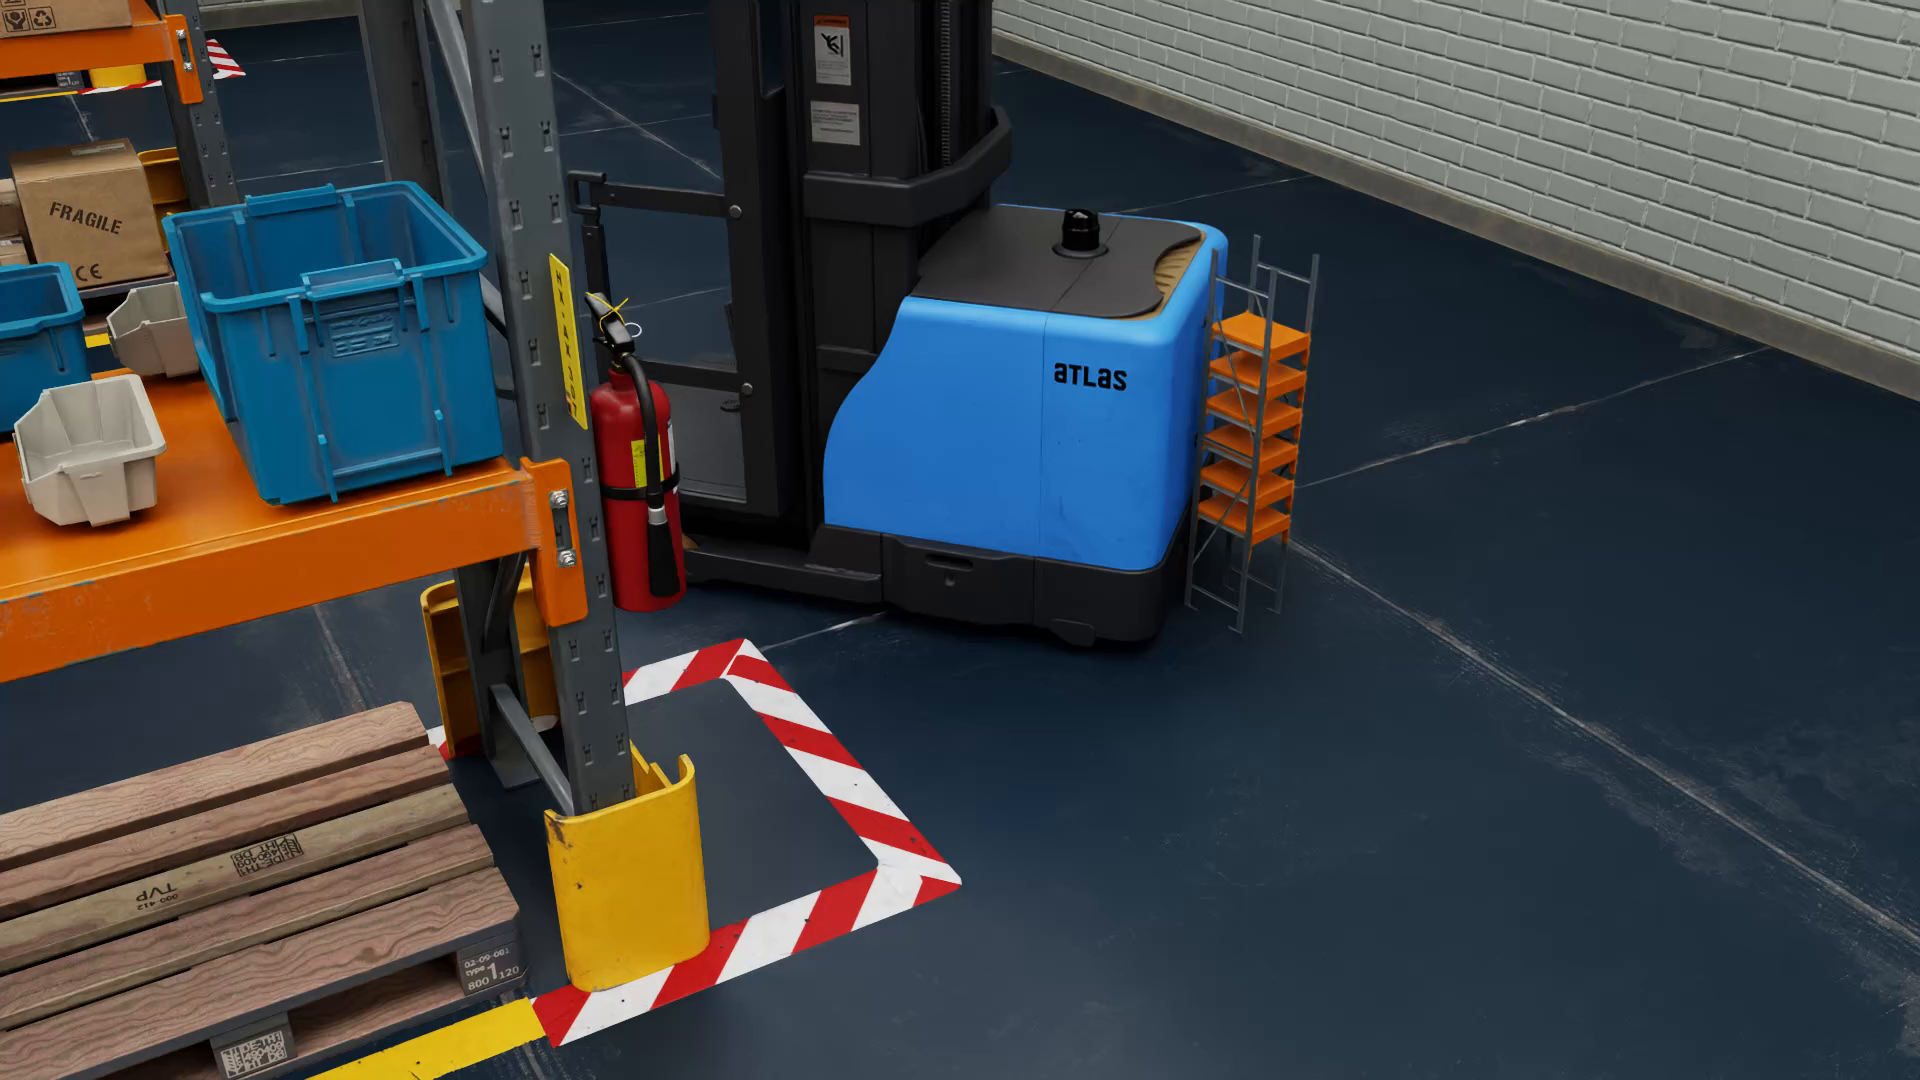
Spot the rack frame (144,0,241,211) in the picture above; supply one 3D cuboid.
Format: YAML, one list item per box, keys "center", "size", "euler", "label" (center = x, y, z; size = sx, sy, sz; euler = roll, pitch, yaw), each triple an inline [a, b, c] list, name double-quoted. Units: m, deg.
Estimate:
- center: [-3.542, -2.592, 7.342]
  size: [0.127, 3.000, 1.000]
  euler: [-16, 33, -26]
  label: "rack frame"

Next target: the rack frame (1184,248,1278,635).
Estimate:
- center: [0.805, -0.272, 5.000]
  size: [0.006, 1.200, 0.240]
  euler: [-22, 36, -35]
  label: "rack frame"

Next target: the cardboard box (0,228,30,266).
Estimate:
- center: [-4.280, -1.247, 7.382]
  size: [0.250, 0.166, 0.380]
  euler: [-16, 33, -26]
  label: "cardboard box"

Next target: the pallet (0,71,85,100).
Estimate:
- center: [-6.704, -3.205, 11.340]
  size: [1.213, 0.211, 1.003]
  euler: [-16, 33, -26]
  label: "pallet"

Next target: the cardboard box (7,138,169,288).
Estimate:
- center: [-3.886, -1.455, 7.413]
  size: [0.500, 0.500, 0.500]
  euler: [-16, 33, -26]
  label: "cardboard box"

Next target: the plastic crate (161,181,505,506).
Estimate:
- center: [-1.229, -0.410, 3.289]
  size: [0.499, 0.435, 0.616]
  euler: [-16, 33, -26]
  label: "plastic crate"

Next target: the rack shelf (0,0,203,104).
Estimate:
- center: [-5.266, -1.788, 6.629]
  size: [4.000, 0.370, 1.077]
  euler: [-16, 33, -26]
  label: "rack shelf"

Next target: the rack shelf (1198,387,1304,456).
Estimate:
- center: [0.875, -0.366, 5.015]
  size: [0.180, 0.103, 0.258]
  euler: [-22, 36, -35]
  label: "rack shelf"

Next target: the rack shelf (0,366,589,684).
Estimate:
- center: [-2.760, 0.277, 2.888]
  size: [4.000, 0.370, 1.077]
  euler: [-16, 33, -26]
  label: "rack shelf"

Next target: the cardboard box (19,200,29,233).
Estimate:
- center: [-4.292, -1.524, 7.883]
  size: [0.250, 0.166, 0.380]
  euler: [-16, 33, -26]
  label: "cardboard box"

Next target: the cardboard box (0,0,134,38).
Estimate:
- center: [-3.790, -2.413, 6.914]
  size: [0.500, 0.500, 0.500]
  euler: [-15, 32, -25]
  label: "cardboard box"

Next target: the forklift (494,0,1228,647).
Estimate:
- center: [-0.697, -1.364, 5.188]
  size: [3.031, 2.935, 1.130]
  euler: [9, 30, 16]
  label: "forklift"

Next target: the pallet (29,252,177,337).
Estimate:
- center: [-4.294, -1.157, 7.628]
  size: [1.213, 0.211, 1.003]
  euler: [-16, 33, -26]
  label: "pallet"

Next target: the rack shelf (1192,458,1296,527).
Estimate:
- center: [0.874, -0.157, 5.131]
  size: [0.180, 0.103, 0.258]
  euler: [-22, 36, -35]
  label: "rack shelf"

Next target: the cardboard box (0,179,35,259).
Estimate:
- center: [-4.585, -1.443, 7.652]
  size: [0.500, 0.250, 0.500]
  euler: [-16, 33, -26]
  label: "cardboard box"

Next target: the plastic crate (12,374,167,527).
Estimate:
- center: [-1.647, -0.163, 3.153]
  size: [0.243, 0.136, 0.396]
  euler: [-16, 33, -26]
  label: "plastic crate"

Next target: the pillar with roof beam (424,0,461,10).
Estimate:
- center: [-1.984, -6.509, 8.231]
  size: [0.400, 9.000, 9.100]
  euler: [-16, 33, -26]
  label: "pillar with roof beam"

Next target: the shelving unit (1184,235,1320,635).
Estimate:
- center: [0.875, -0.300, 5.052]
  size: [0.189, 1.200, 0.258]
  euler: [-22, 36, -35]
  label: "shelving unit"

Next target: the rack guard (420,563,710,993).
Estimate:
- center: [-1.021, 0.555, 4.226]
  size: [0.348, 0.500, 1.175]
  euler: [-16, 33, -26]
  label: "rack guard"

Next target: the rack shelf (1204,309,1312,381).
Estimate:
- center: [0.875, -0.576, 4.899]
  size: [0.180, 0.103, 0.258]
  euler: [-22, 36, -35]
  label: "rack shelf"

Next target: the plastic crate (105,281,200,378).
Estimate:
- center: [-1.734, -0.471, 3.710]
  size: [0.298, 0.136, 0.250]
  euler: [-16, 33, -26]
  label: "plastic crate"

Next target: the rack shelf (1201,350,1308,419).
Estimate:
- center: [0.875, -0.471, 4.957]
  size: [0.180, 0.103, 0.258]
  euler: [-22, 36, -35]
  label: "rack shelf"

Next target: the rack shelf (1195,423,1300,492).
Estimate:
- center: [0.874, -0.261, 5.073]
  size: [0.180, 0.103, 0.258]
  euler: [-22, 36, -35]
  label: "rack shelf"

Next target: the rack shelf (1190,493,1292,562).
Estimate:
- center: [0.874, -0.052, 5.189]
  size: [0.180, 0.103, 0.258]
  euler: [-22, 36, -35]
  label: "rack shelf"

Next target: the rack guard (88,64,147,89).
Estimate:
- center: [-6.034, -3.566, 11.695]
  size: [0.348, 0.500, 1.175]
  euler: [-16, 33, -26]
  label: "rack guard"

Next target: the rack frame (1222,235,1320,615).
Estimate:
- center: [0.944, -0.329, 5.103]
  size: [0.006, 1.200, 0.240]
  euler: [-22, 36, -35]
  label: "rack frame"

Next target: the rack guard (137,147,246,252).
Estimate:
- center: [-3.607, -1.479, 7.913]
  size: [0.348, 0.500, 1.175]
  euler: [-16, 33, -26]
  label: "rack guard"

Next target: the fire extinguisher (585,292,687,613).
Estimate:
- center: [-0.675, -0.178, 3.434]
  size: [0.183, 0.674, 0.296]
  euler: [-16, 33, -26]
  label: "fire extinguisher"

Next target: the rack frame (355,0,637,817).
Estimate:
- center: [-1.035, -0.528, 3.602]
  size: [0.127, 3.000, 1.000]
  euler: [-16, 33, -26]
  label: "rack frame"

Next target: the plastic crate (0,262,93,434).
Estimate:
- center: [-1.983, -0.396, 3.475]
  size: [0.300, 0.233, 0.416]
  euler: [-16, 33, -26]
  label: "plastic crate"

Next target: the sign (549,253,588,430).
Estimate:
- center: [-0.743, -0.374, 3.154]
  size: [0.005, 0.325, 0.100]
  euler: [-16, 33, -26]
  label: "sign"

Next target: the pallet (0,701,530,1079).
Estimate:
- center: [-1.766, 0.879, 3.939]
  size: [1.213, 0.211, 1.003]
  euler: [-16, 33, -26]
  label: "pallet"
